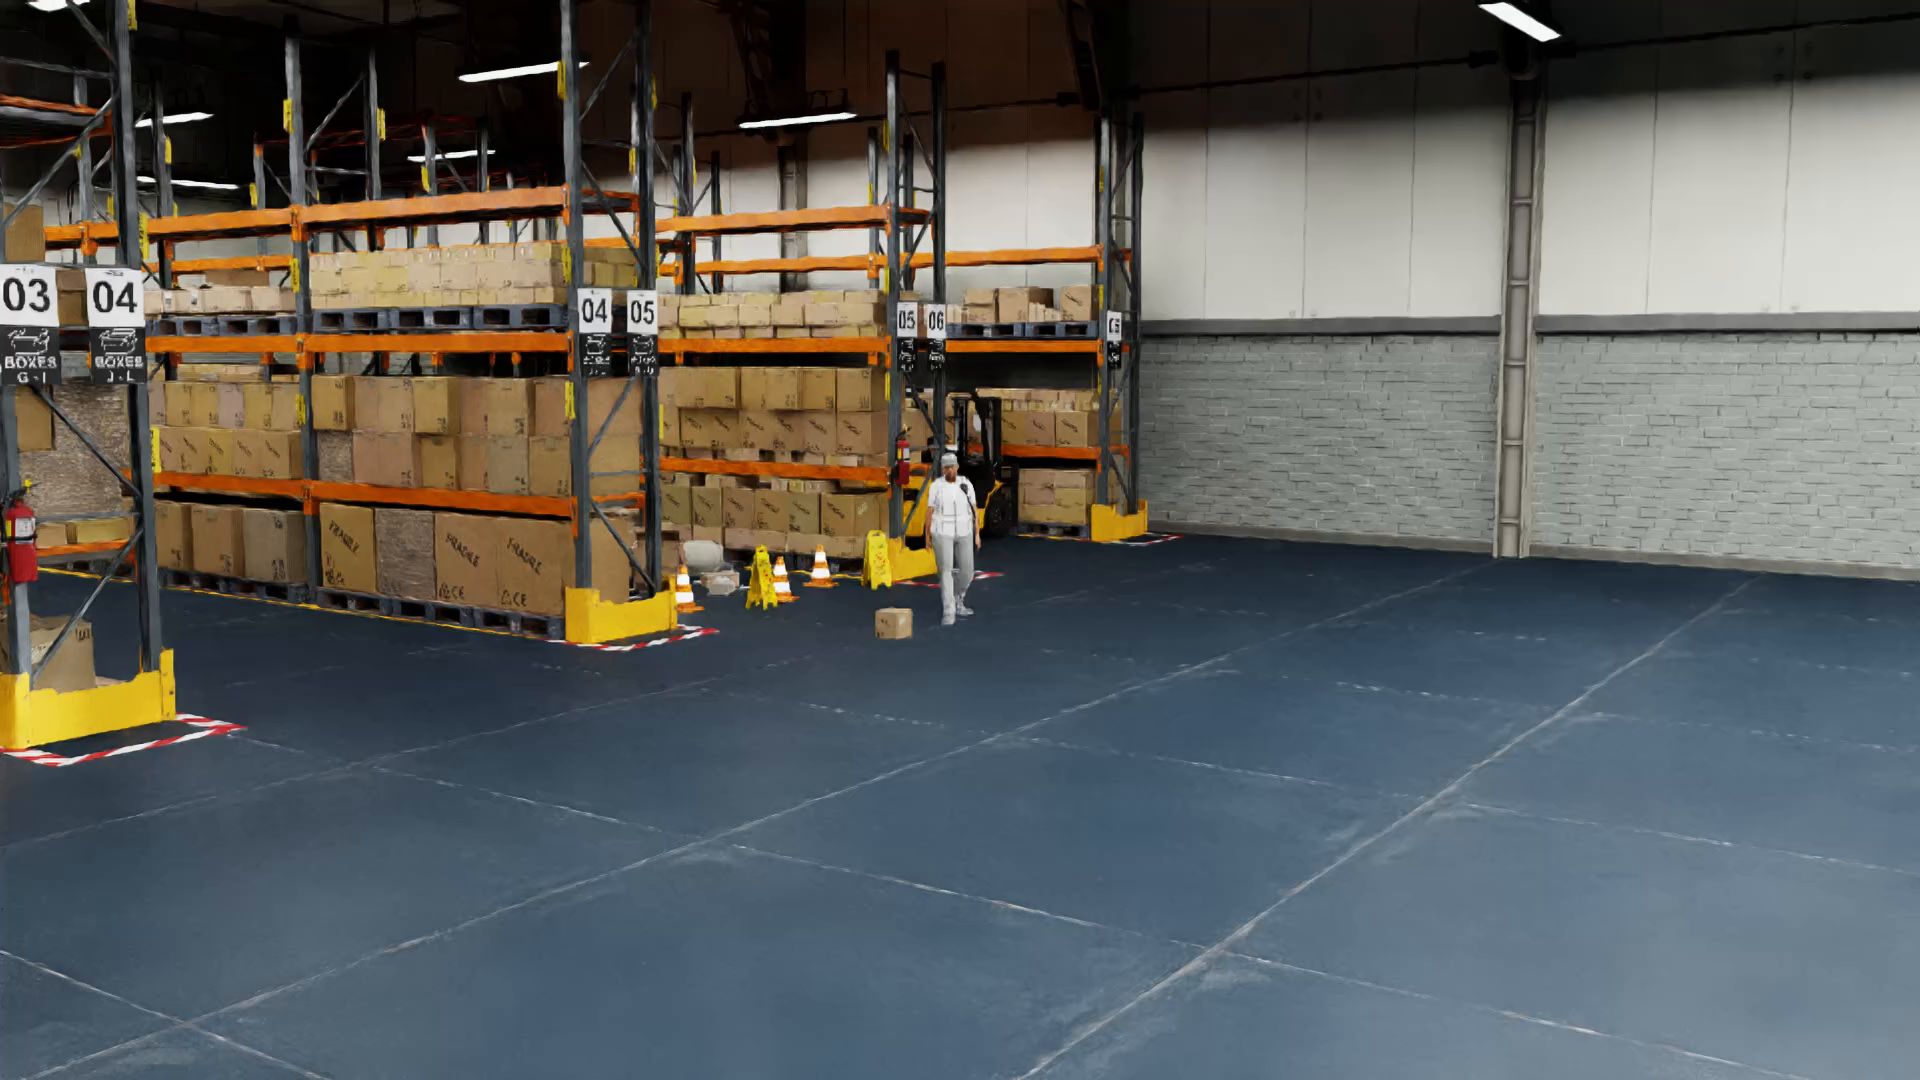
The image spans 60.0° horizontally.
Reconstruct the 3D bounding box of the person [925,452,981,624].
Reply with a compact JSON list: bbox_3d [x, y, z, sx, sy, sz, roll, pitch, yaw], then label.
[{"bbox_3d":[-0.081,-0.036,16.324,0.532,1.660,0.627,-1,7,-13],"label":"person"}]
